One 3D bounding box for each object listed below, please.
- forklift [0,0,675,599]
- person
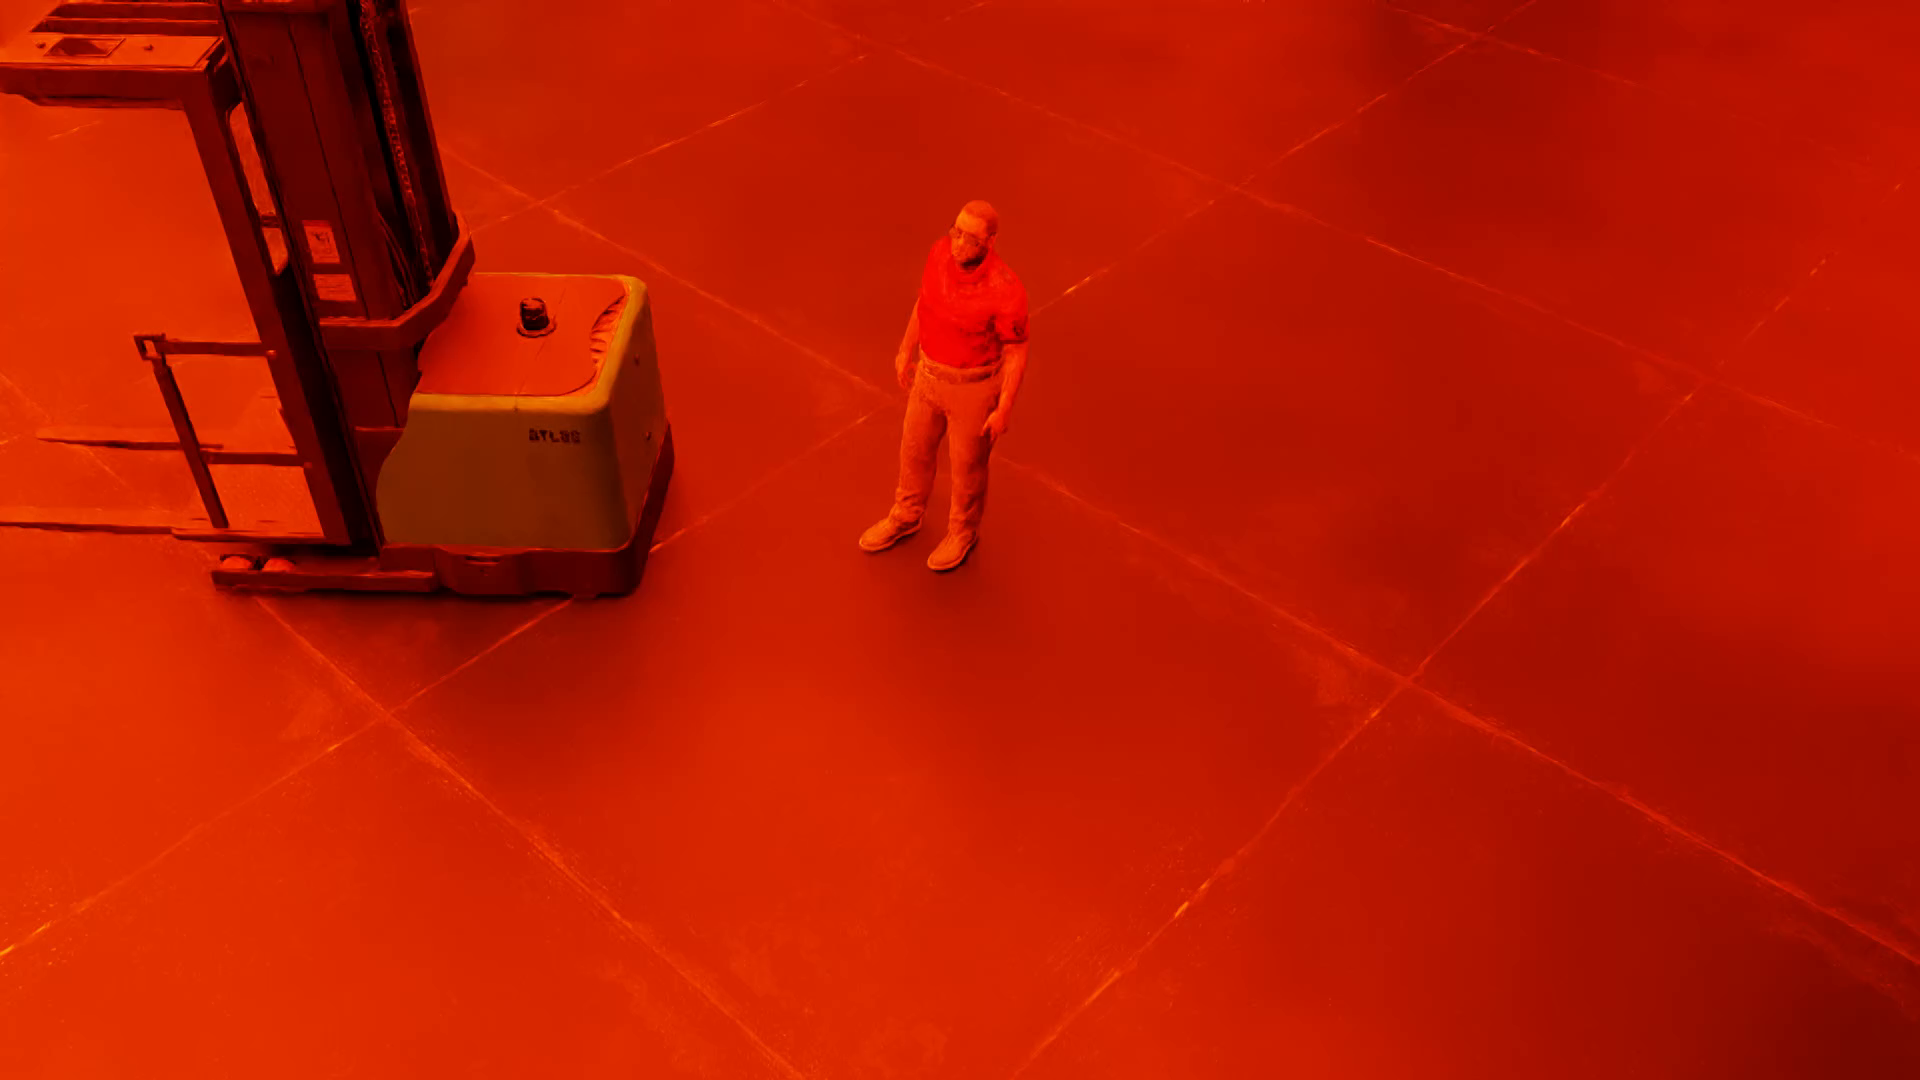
[{"bbox_3d":[-2.906,-1.210,6.839,3.031,2.935,1.130,2,41,2],"label":"forklift"},{"bbox_3d":[-0.070,-0.623,7.069,0.640,1.723,0.550,31,49,31],"label":"person"}]
